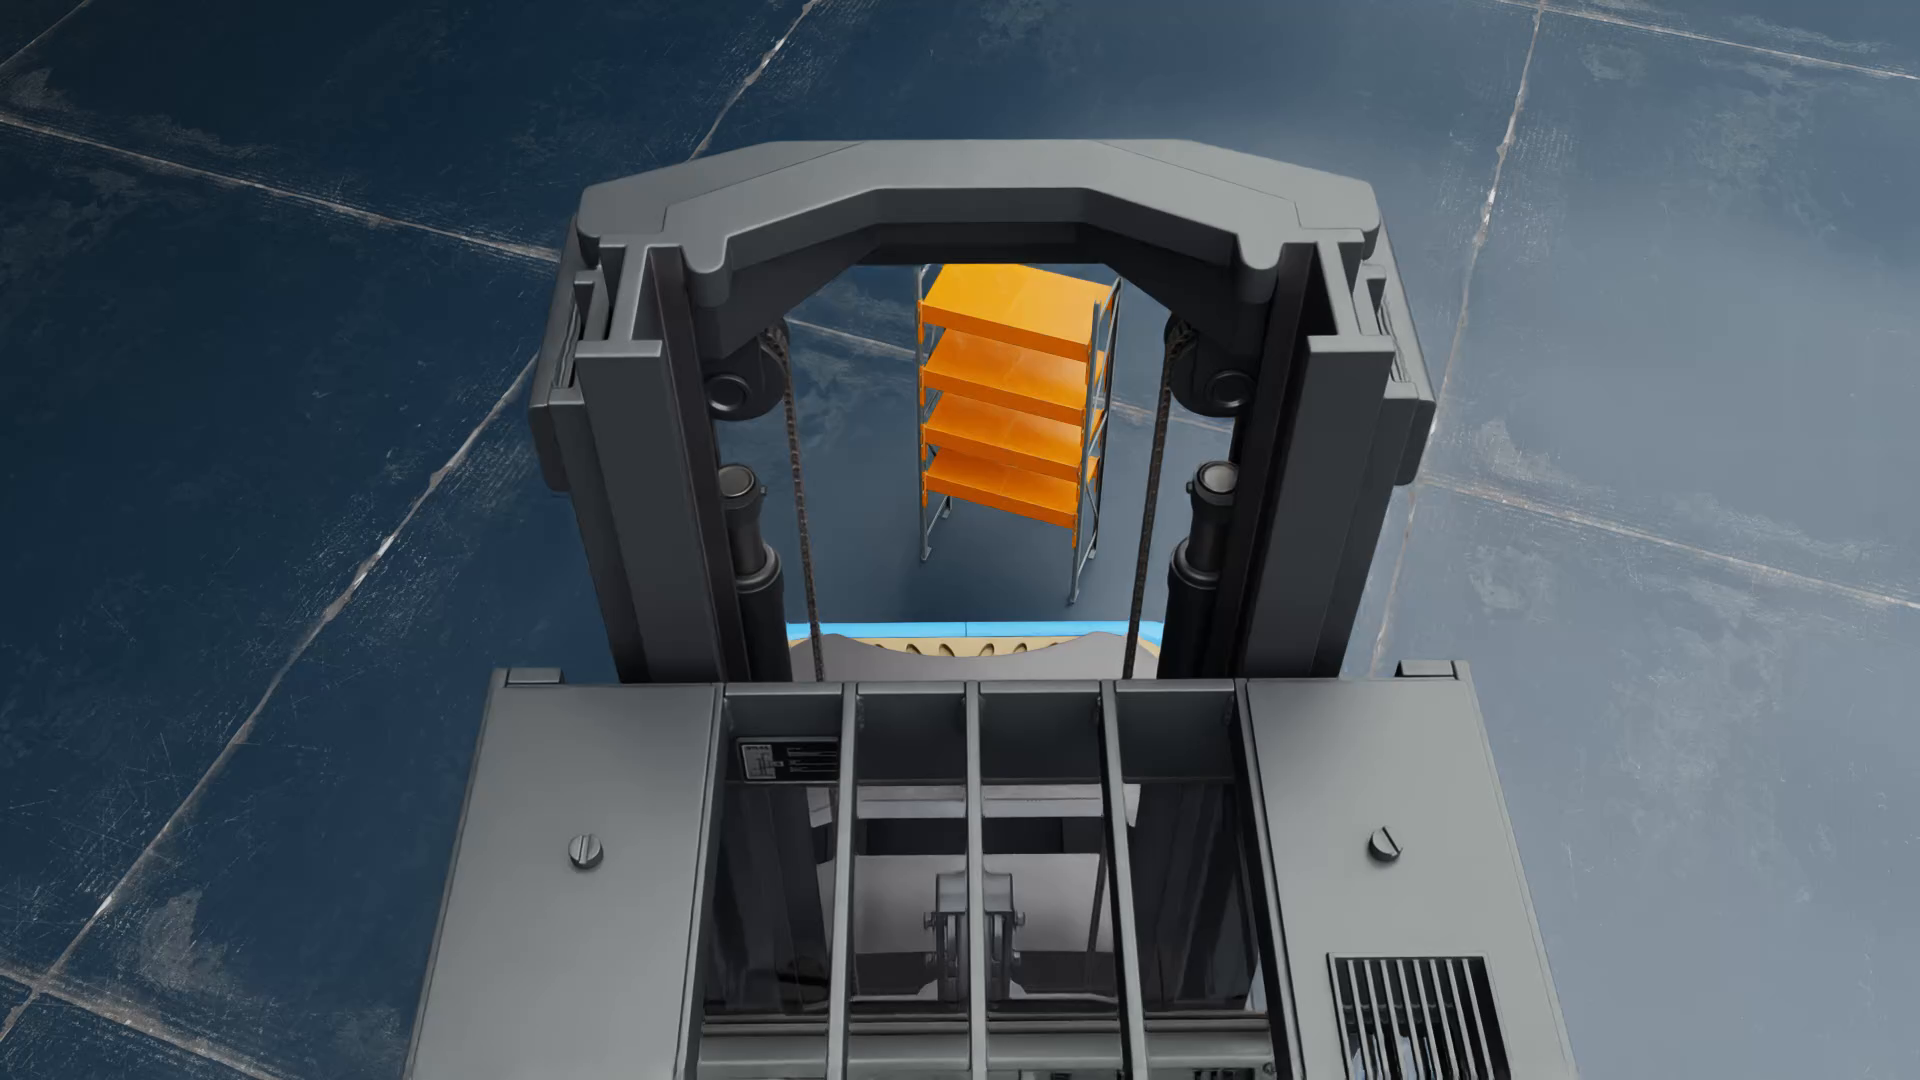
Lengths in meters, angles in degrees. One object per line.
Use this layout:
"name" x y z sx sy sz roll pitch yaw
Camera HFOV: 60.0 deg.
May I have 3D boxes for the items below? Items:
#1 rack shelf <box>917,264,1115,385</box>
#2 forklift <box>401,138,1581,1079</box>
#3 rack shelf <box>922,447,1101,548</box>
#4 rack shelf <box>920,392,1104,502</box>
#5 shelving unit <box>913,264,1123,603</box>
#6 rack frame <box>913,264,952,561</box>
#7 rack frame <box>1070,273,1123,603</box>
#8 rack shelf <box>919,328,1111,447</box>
"rack shelf" 0.155 -0.607 4.462 0.480 0.148 0.258 16 51 13
"forklift" 0.027 1.040 2.409 1.130 2.935 3.031 0 49 0
"rack shelf" 0.155 -0.176 4.960 0.480 0.148 0.258 16 51 13
"rack shelf" 0.155 -0.306 4.810 0.480 0.148 0.258 16 51 13
"shelving unit" 0.155 -0.350 4.759 0.503 1.200 0.258 16 51 13
"rack frame" -0.074 -0.414 4.814 0.015 1.200 0.240 16 51 13
"rack frame" 0.384 -0.286 4.704 0.015 1.200 0.240 16 51 13
"rack shelf" 0.155 -0.452 4.641 0.480 0.148 0.258 16 51 13
